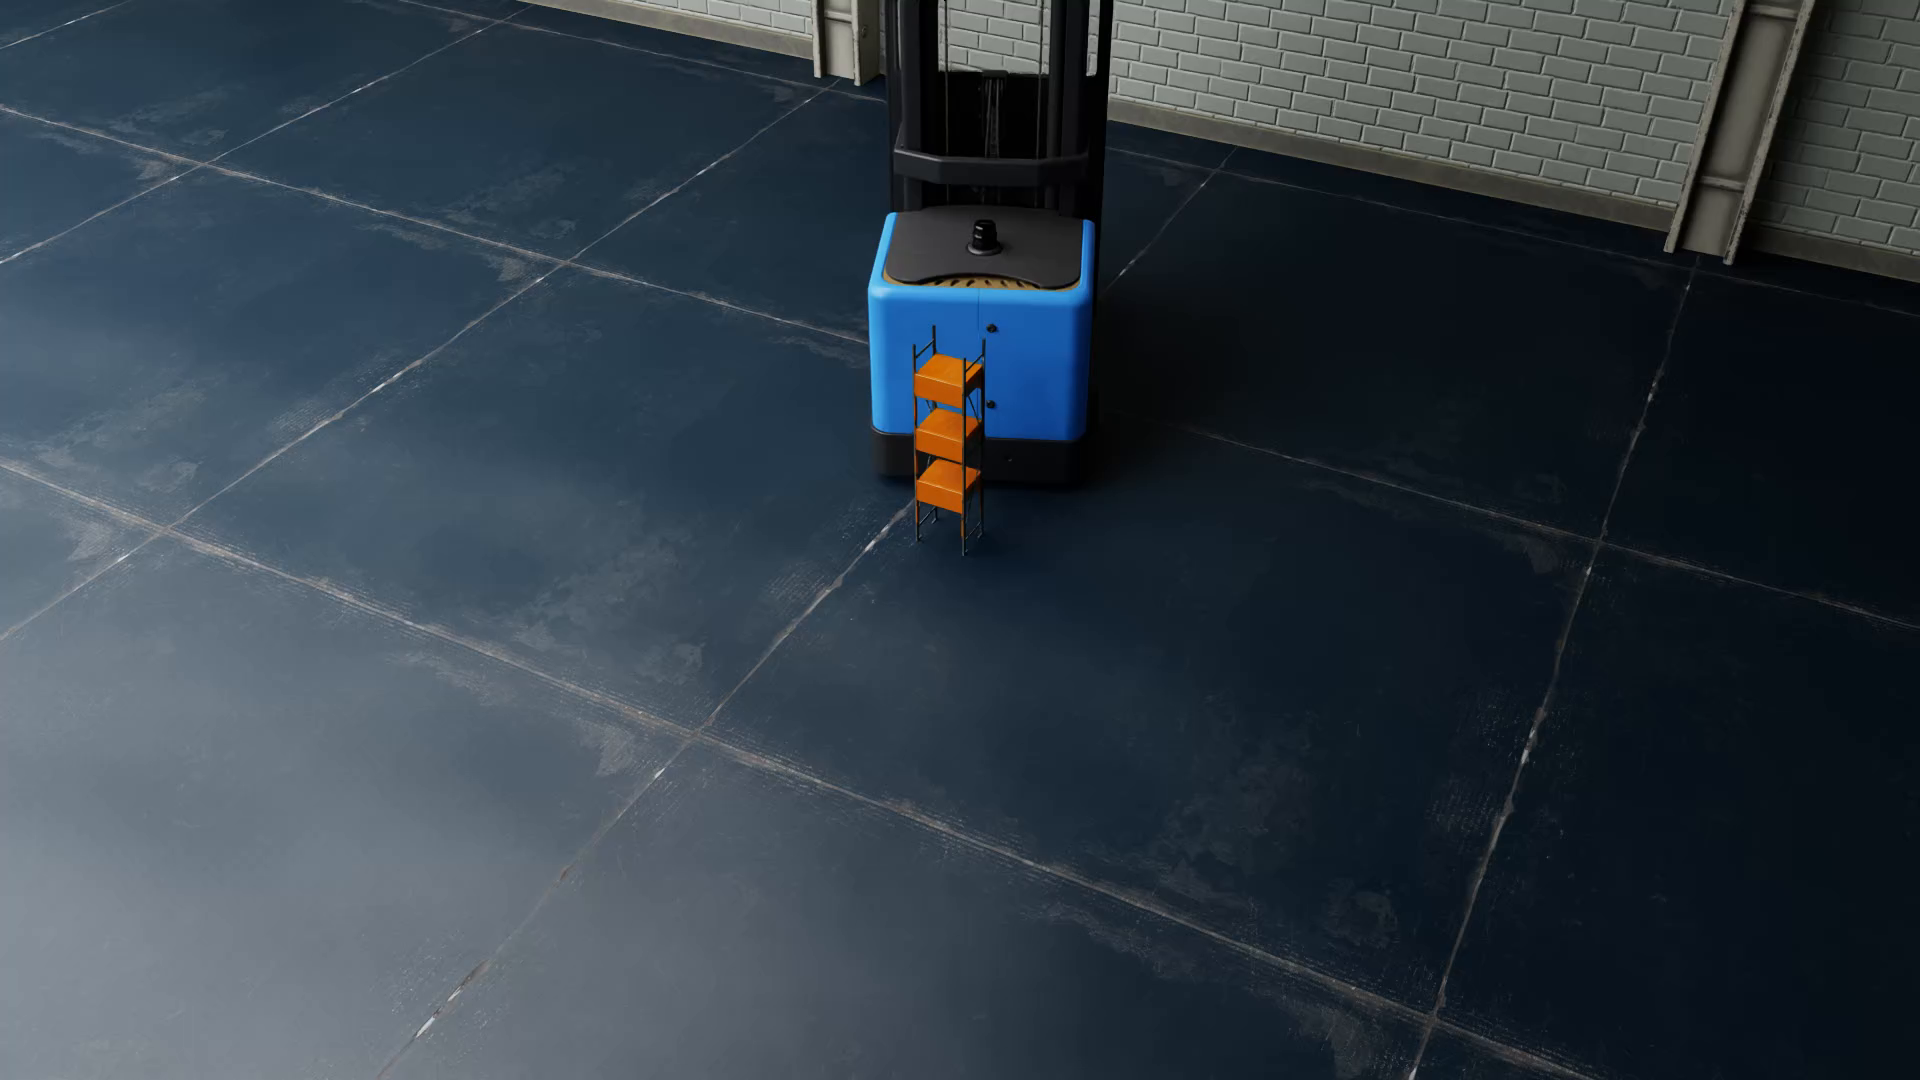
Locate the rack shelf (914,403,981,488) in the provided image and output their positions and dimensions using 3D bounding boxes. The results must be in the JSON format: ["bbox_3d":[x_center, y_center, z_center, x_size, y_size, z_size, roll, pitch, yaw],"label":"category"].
[{"bbox_3d":[-0.047,-0.425,7.459,0.240,0.259,0.215,17,41,21],"label":"rack shelf"}]

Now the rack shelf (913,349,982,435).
[{"bbox_3d":[-0.047,-0.651,7.287,0.240,0.259,0.215,17,41,21],"label":"rack shelf"}]

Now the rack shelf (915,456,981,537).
[{"bbox_3d":[-0.048,-0.203,7.627,0.240,0.259,0.215,17,41,21],"label":"rack shelf"}]

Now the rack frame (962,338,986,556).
[{"bbox_3d":[0.061,-0.399,7.407,0.008,1.050,0.200,17,41,21],"label":"rack frame"}]

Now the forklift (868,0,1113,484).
[{"bbox_3d":[0.203,-2.313,8.373,1.130,2.935,3.031,3,37,4],"label":"forklift"}]

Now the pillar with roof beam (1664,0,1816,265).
[{"bbox_3d":[2.519,-3.046,4.321,0.400,9.000,9.100,17,41,21],"label":"pillar with roof beam"}]

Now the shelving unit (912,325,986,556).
[{"bbox_3d":[-0.048,-0.433,7.452,0.252,1.050,0.215,17,41,21],"label":"shelving unit"}]

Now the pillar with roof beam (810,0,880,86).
[{"bbox_3d":[-2.809,-4.715,6.518,0.400,9.000,9.100,17,41,21],"label":"pillar with roof beam"}]

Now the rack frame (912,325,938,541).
[{"bbox_3d":[-0.156,-0.467,7.497,0.008,1.050,0.200,17,41,21],"label":"rack frame"}]
